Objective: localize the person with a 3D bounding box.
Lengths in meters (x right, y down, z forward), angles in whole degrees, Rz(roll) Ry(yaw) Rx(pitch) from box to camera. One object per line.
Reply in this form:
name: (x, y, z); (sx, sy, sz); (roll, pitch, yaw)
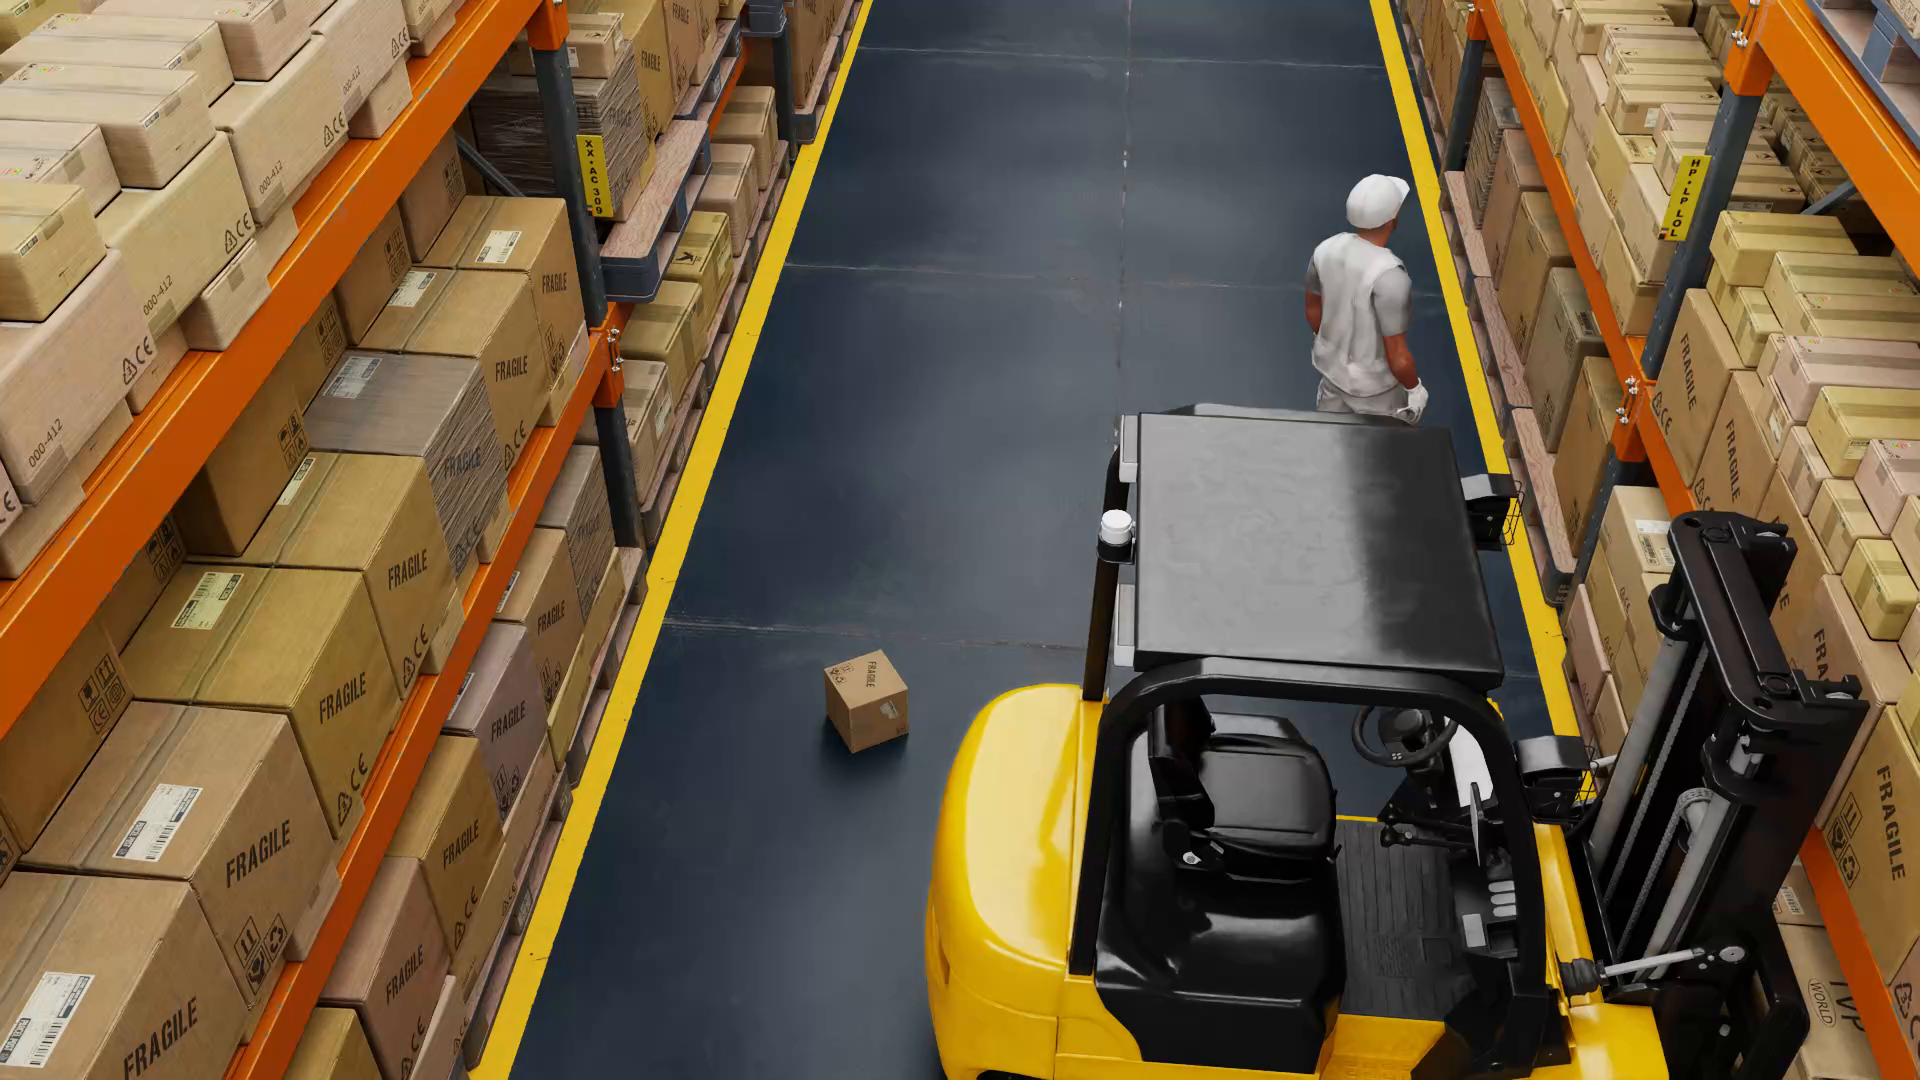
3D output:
person: (1.751, -0.730, 7.001); (0.566, 1.787, 0.637); (-21, 44, -23)
